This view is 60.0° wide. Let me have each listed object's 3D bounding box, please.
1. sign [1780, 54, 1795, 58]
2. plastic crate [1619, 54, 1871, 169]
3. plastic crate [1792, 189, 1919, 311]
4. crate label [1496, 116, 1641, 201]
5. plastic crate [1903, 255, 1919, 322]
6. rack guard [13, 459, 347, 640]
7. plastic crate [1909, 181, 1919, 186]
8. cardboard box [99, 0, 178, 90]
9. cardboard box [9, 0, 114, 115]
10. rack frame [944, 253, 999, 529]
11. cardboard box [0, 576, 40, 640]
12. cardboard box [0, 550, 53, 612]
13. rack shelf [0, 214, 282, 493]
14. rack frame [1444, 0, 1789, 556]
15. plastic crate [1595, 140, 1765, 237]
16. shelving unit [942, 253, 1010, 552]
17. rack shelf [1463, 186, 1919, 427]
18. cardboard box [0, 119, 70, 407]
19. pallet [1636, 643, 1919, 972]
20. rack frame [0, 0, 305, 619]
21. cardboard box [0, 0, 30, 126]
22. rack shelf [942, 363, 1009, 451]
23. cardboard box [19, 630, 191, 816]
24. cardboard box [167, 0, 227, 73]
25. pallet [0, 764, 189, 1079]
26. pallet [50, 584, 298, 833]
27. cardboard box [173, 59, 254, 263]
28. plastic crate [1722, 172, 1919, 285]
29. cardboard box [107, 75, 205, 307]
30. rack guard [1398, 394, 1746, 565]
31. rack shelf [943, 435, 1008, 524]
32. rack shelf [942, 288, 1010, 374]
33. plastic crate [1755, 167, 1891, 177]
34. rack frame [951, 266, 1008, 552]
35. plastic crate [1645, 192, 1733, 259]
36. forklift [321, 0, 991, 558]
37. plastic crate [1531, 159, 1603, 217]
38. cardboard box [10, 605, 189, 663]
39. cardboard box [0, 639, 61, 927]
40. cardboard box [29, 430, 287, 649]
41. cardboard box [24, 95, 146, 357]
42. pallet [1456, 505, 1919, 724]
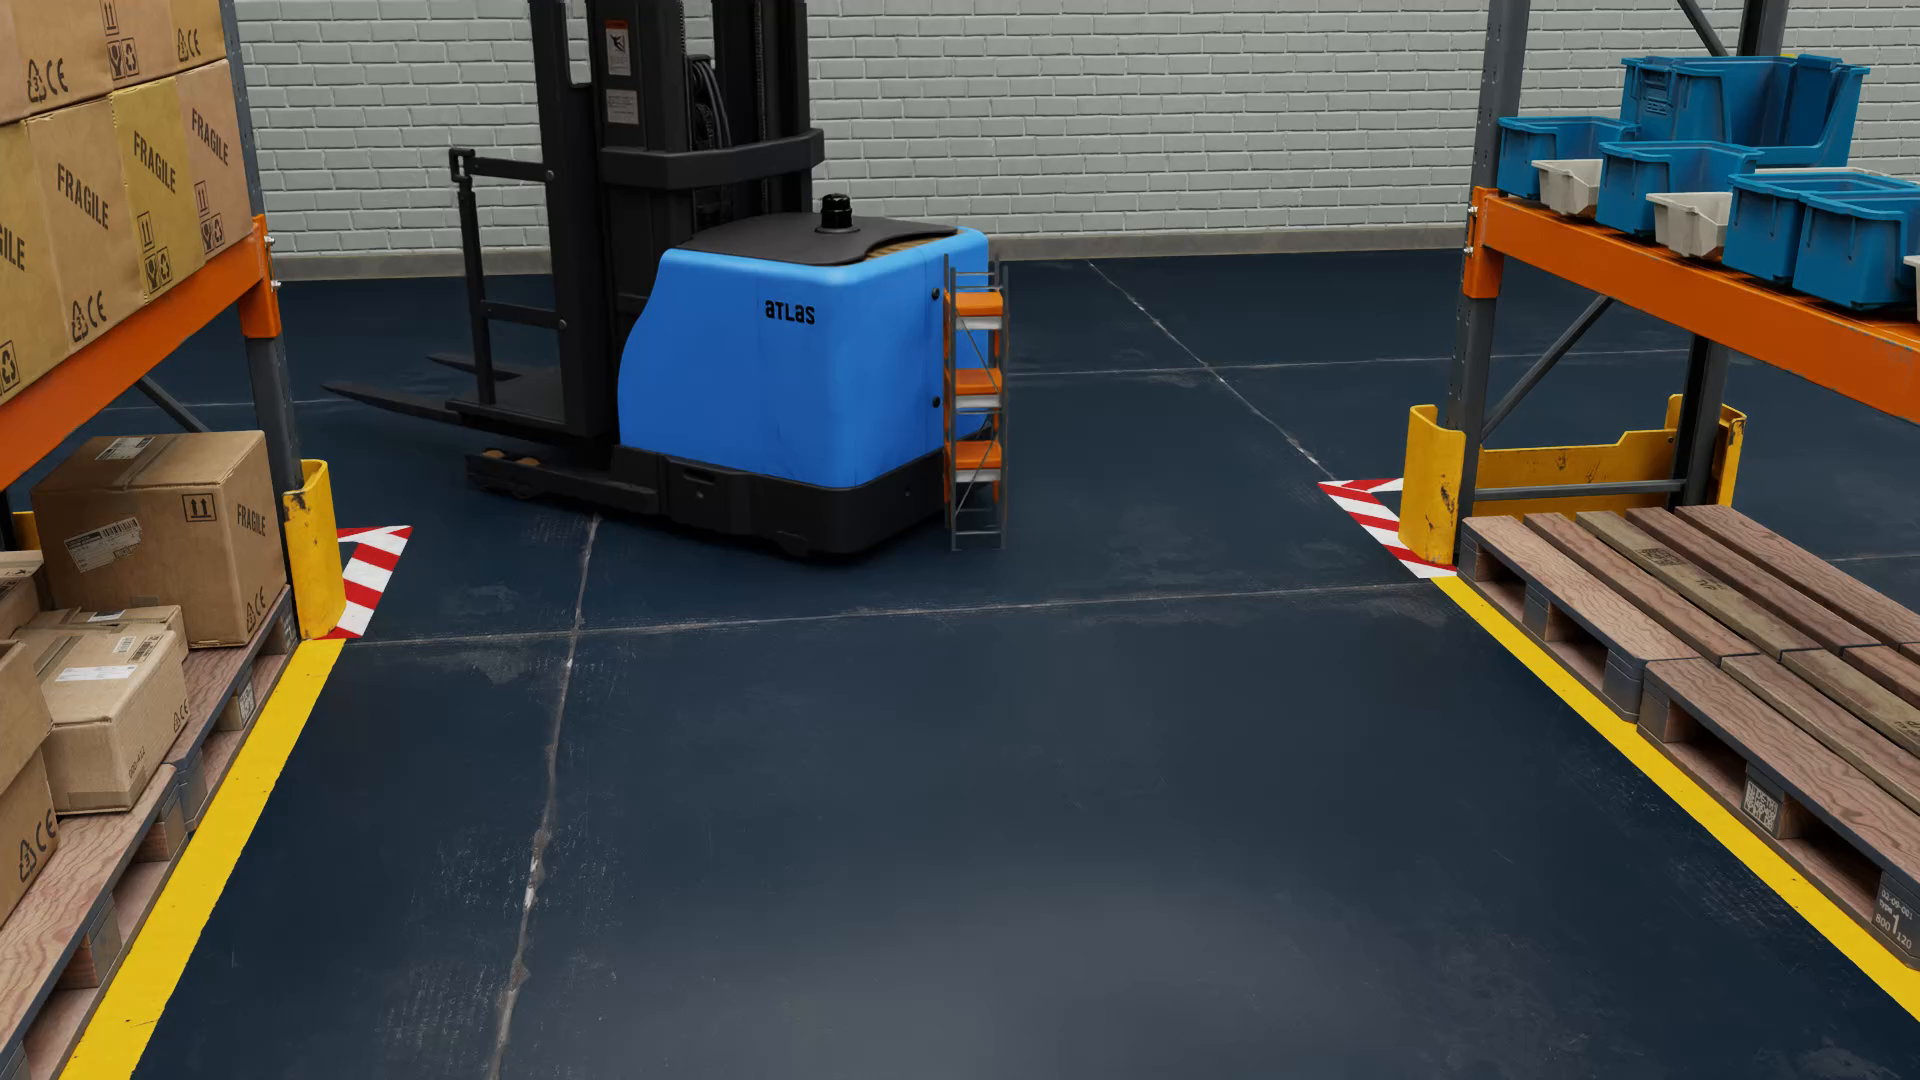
[{"bbox_3d":[2.795,-1.502,5.717,0.100,0.325,0.005,-3,21,-8],"label":"sign"},{"bbox_3d":[2.486,-1.330,5.355,0.616,0.435,0.499,-3,21,-8],"label":"plastic crate"},{"bbox_3d":[2.196,-0.680,3.903,0.416,0.233,0.300,-3,21,-8],"label":"plastic crate"},{"bbox_3d":[1.963,-1.240,5.402,0.416,0.233,0.303,-3,21,-8],"label":"crate label"},{"bbox_3d":[2.281,-0.500,3.558,0.293,0.136,0.466,-3,21,-8],"label":"plastic crate"},{"bbox_3d":[-2.638,0.054,5.358,1.175,0.500,0.348,-3,21,-8],"label":"rack guard"},{"bbox_3d":[2.577,-0.922,4.690,0.396,0.136,0.243,-3,21,-8],"label":"plastic crate"},{"bbox_3d":[-2.239,-1.344,3.955,0.500,0.500,0.500,-2,21,-6],"label":"cardboard box"},{"bbox_3d":[-2.160,-1.165,3.475,0.500,0.500,0.500,-2,21,-6],"label":"cardboard box"},{"bbox_3d":[0.041,-0.538,6.155,0.200,1.050,0.008,-2,21,-6],"label":"rack frame"},{"bbox_3d":[-2.780,0.314,4.389,0.500,0.250,0.500,-3,21,-8],"label":"cardboard box"},{"bbox_3d":[-2.929,0.148,4.978,0.380,0.149,0.250,-3,21,-8],"label":"cardboard box"},{"bbox_3d":[-2.361,-0.114,3.263,1.077,0.370,4.000,-3,21,-8],"label":"rack shelf"},{"bbox_3d":[2.253,-1.392,5.656,1.000,3.000,0.127,-3,21,-8],"label":"rack frame"},{"bbox_3d":[2.057,-1.012,4.792,0.416,0.233,0.300,-3,21,-8],"label":"plastic crate"},{"bbox_3d":[0.054,-0.495,6.042,0.215,1.050,0.252,-2,21,-6],"label":"shelving unit"},{"bbox_3d":[2.541,-0.363,3.928,1.077,0.370,4.000,-3,21,-8],"label":"rack shelf"},{"bbox_3d":[-2.098,-0.522,3.184,0.500,0.500,0.500,-3,21,-9],"label":"cardboard box"},{"bbox_3d":[2.506,0.623,4.246,1.003,0.211,1.213,-3,21,-8],"label":"pallet"},{"bbox_3d":[-2.649,-1.144,4.991,1.000,3.000,0.127,-3,21,-8],"label":"rack frame"},{"bbox_3d":[-2.086,-0.987,2.999,0.500,0.500,0.500,-2,21,-6],"label":"cardboard box"},{"bbox_3d":[0.054,-0.485,6.045,0.215,0.259,0.240,-2,21,-6],"label":"rack shelf"},{"bbox_3d":[-2.220,0.445,4.040,0.500,0.250,0.500,-3,21,-8],"label":"cardboard box"},{"bbox_3d":[-2.313,-1.519,4.423,0.500,0.500,0.500,-3,21,-8],"label":"cardboard box"},{"bbox_3d":[-2.350,0.887,3.541,1.003,0.211,1.213,-3,21,-8],"label":"pallet"},{"bbox_3d":[-2.523,0.465,4.670,1.003,0.211,1.213,-3,21,-8],"label":"pallet"},{"bbox_3d":[-2.315,-1.049,4.595,0.500,0.500,0.500,-2,21,-6],"label":"cardboard box"},{"bbox_3d":[2.152,-0.784,4.181,0.416,0.233,0.300,-3,21,-8],"label":"plastic crate"},{"bbox_3d":[-2.237,-0.870,4.115,0.500,0.500,0.500,-3,21,-7],"label":"cardboard box"},{"bbox_3d":[2.236,-0.229,6.114,1.175,0.500,0.348,-3,21,-8],"label":"rack guard"},{"bbox_3d":[0.054,-0.225,6.142,0.215,0.259,0.240,-2,21,-6],"label":"rack shelf"},{"bbox_3d":[0.054,-0.751,5.946,0.215,0.259,0.240,-2,21,-6],"label":"rack shelf"},{"bbox_3d":[2.549,-1.024,4.961,0.396,0.136,0.243,-3,21,-8],"label":"plastic crate"},{"bbox_3d":[0.067,-0.453,5.928,0.200,1.050,0.008,-2,21,-6],"label":"rack frame"},{"bbox_3d":[2.025,-0.845,4.481,0.250,0.136,0.298,-3,21,-8],"label":"plastic crate"},{"bbox_3d":[-1.399,-1.677,6.517,3.031,2.935,1.130,12,24,30],"label":"forklift"},{"bbox_3d":[1.927,-1.079,5.110,0.250,0.136,0.298,-3,21,-8],"label":"plastic crate"},{"bbox_3d":[-2.358,0.298,4.551,0.380,0.166,0.250,-3,21,-8],"label":"cardboard box"},{"bbox_3d":[-2.349,0.554,3.384,0.797,0.503,0.637,-3,21,-8],"label":"cardboard box"},{"bbox_3d":[-2.327,-0.003,4.881,0.500,0.500,0.500,-3,21,-8],"label":"cardboard box"},{"bbox_3d":[-2.171,-0.697,3.651,0.500,0.500,0.500,-3,21,-7],"label":"cardboard box"},{"bbox_3d":[2.333,0.202,5.375,1.003,0.211,1.213,-3,21,-8],"label":"pallet"}]
